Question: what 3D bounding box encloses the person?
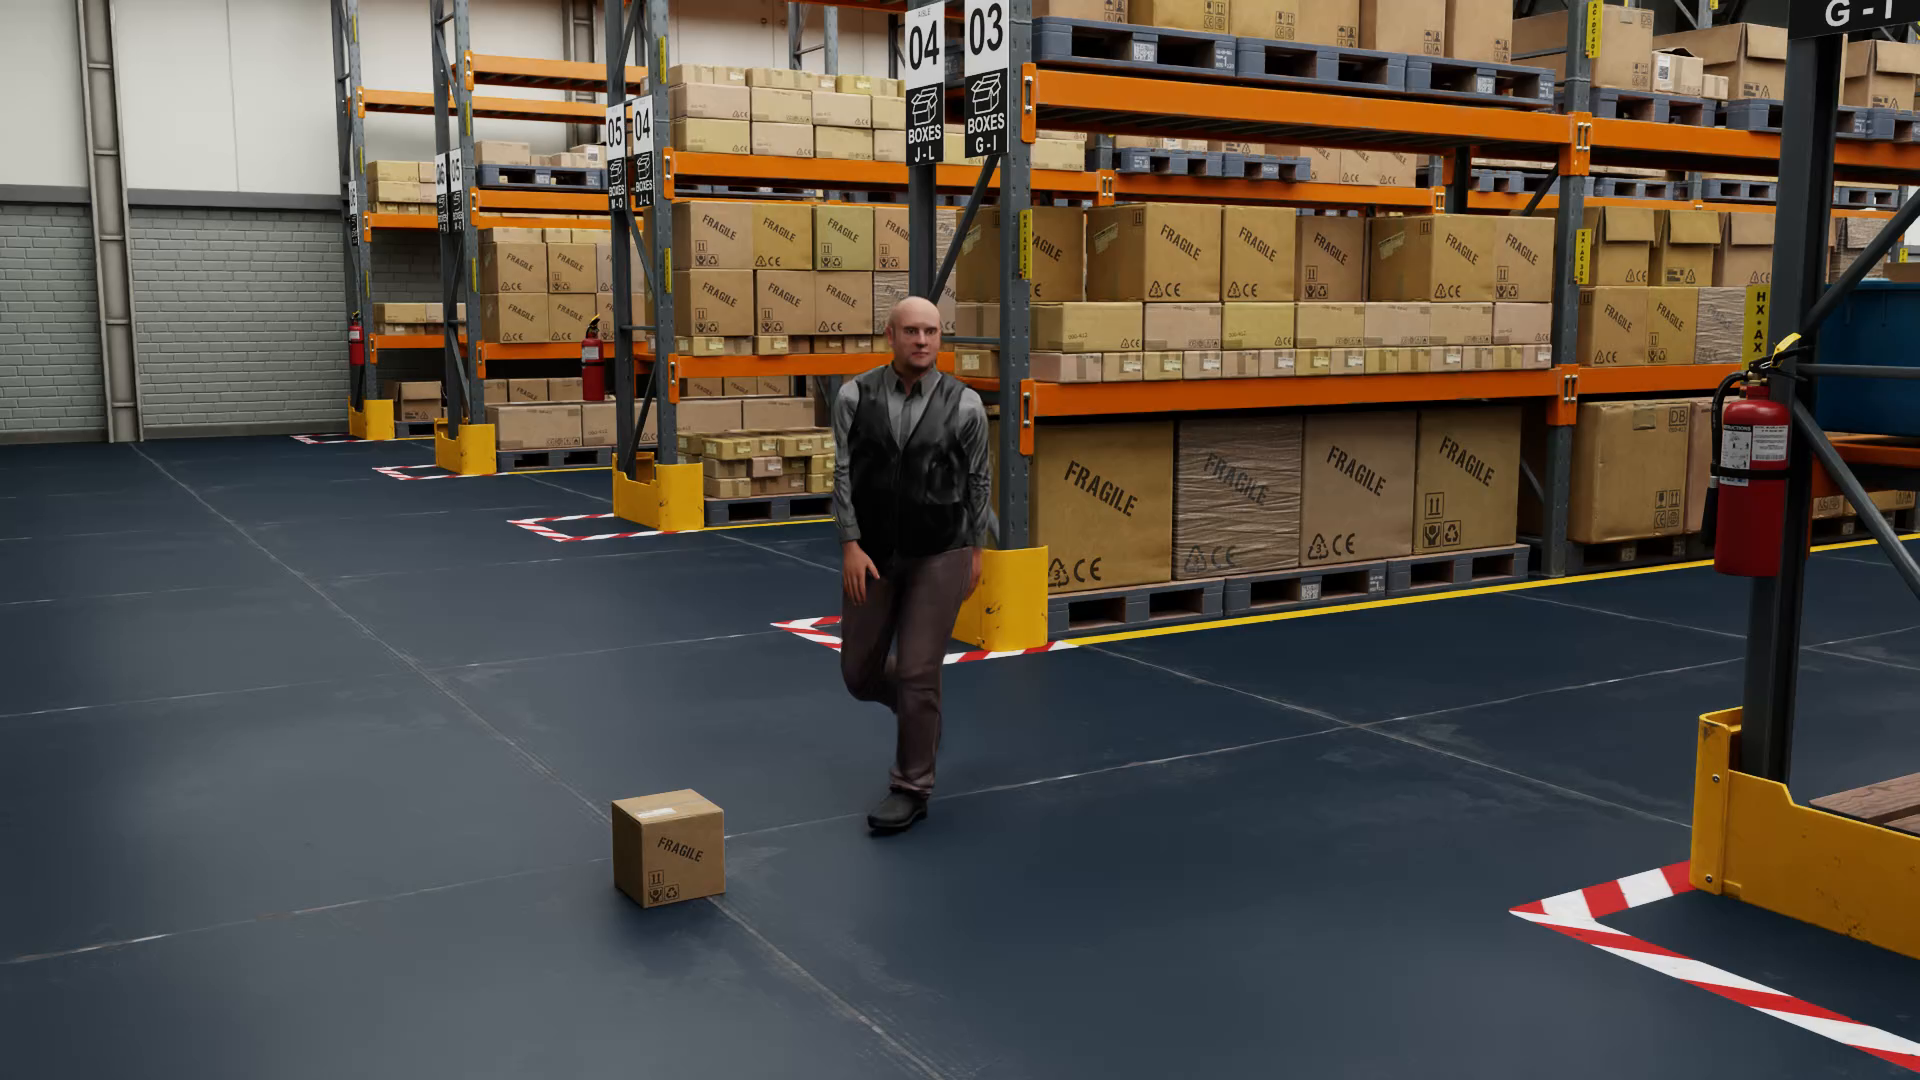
[{"bbox_3d":[-0.148,0.049,5.538,0.495,1.704,0.737,2,8,14],"label":"person"}]
